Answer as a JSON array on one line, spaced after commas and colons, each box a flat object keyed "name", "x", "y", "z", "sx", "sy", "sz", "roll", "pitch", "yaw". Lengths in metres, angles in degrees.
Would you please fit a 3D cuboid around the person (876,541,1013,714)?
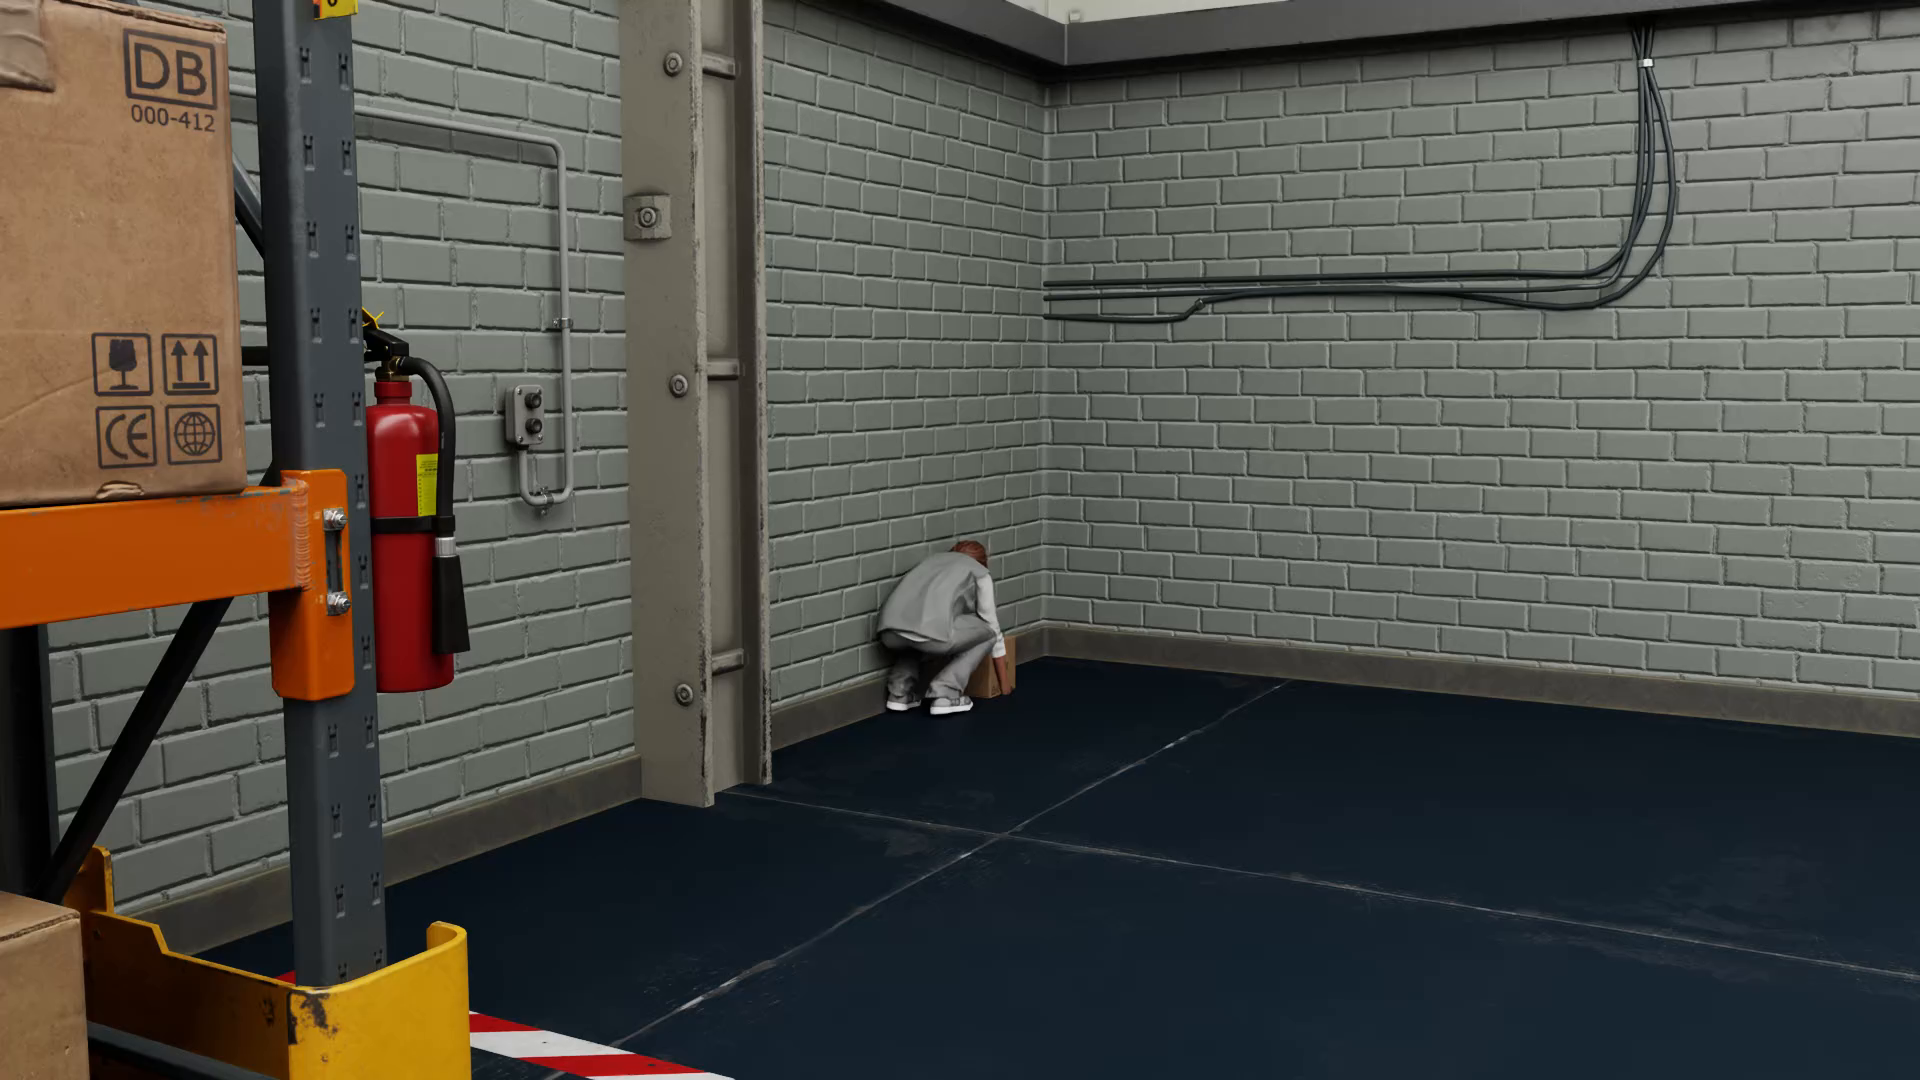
[{"name": "person", "x": -0.072, "y": 0.409, "z": 7.272, "sx": 0.433, "sy": 0.760, "sz": 0.840, "roll": 3, "pitch": 7, "yaw": 28}]
